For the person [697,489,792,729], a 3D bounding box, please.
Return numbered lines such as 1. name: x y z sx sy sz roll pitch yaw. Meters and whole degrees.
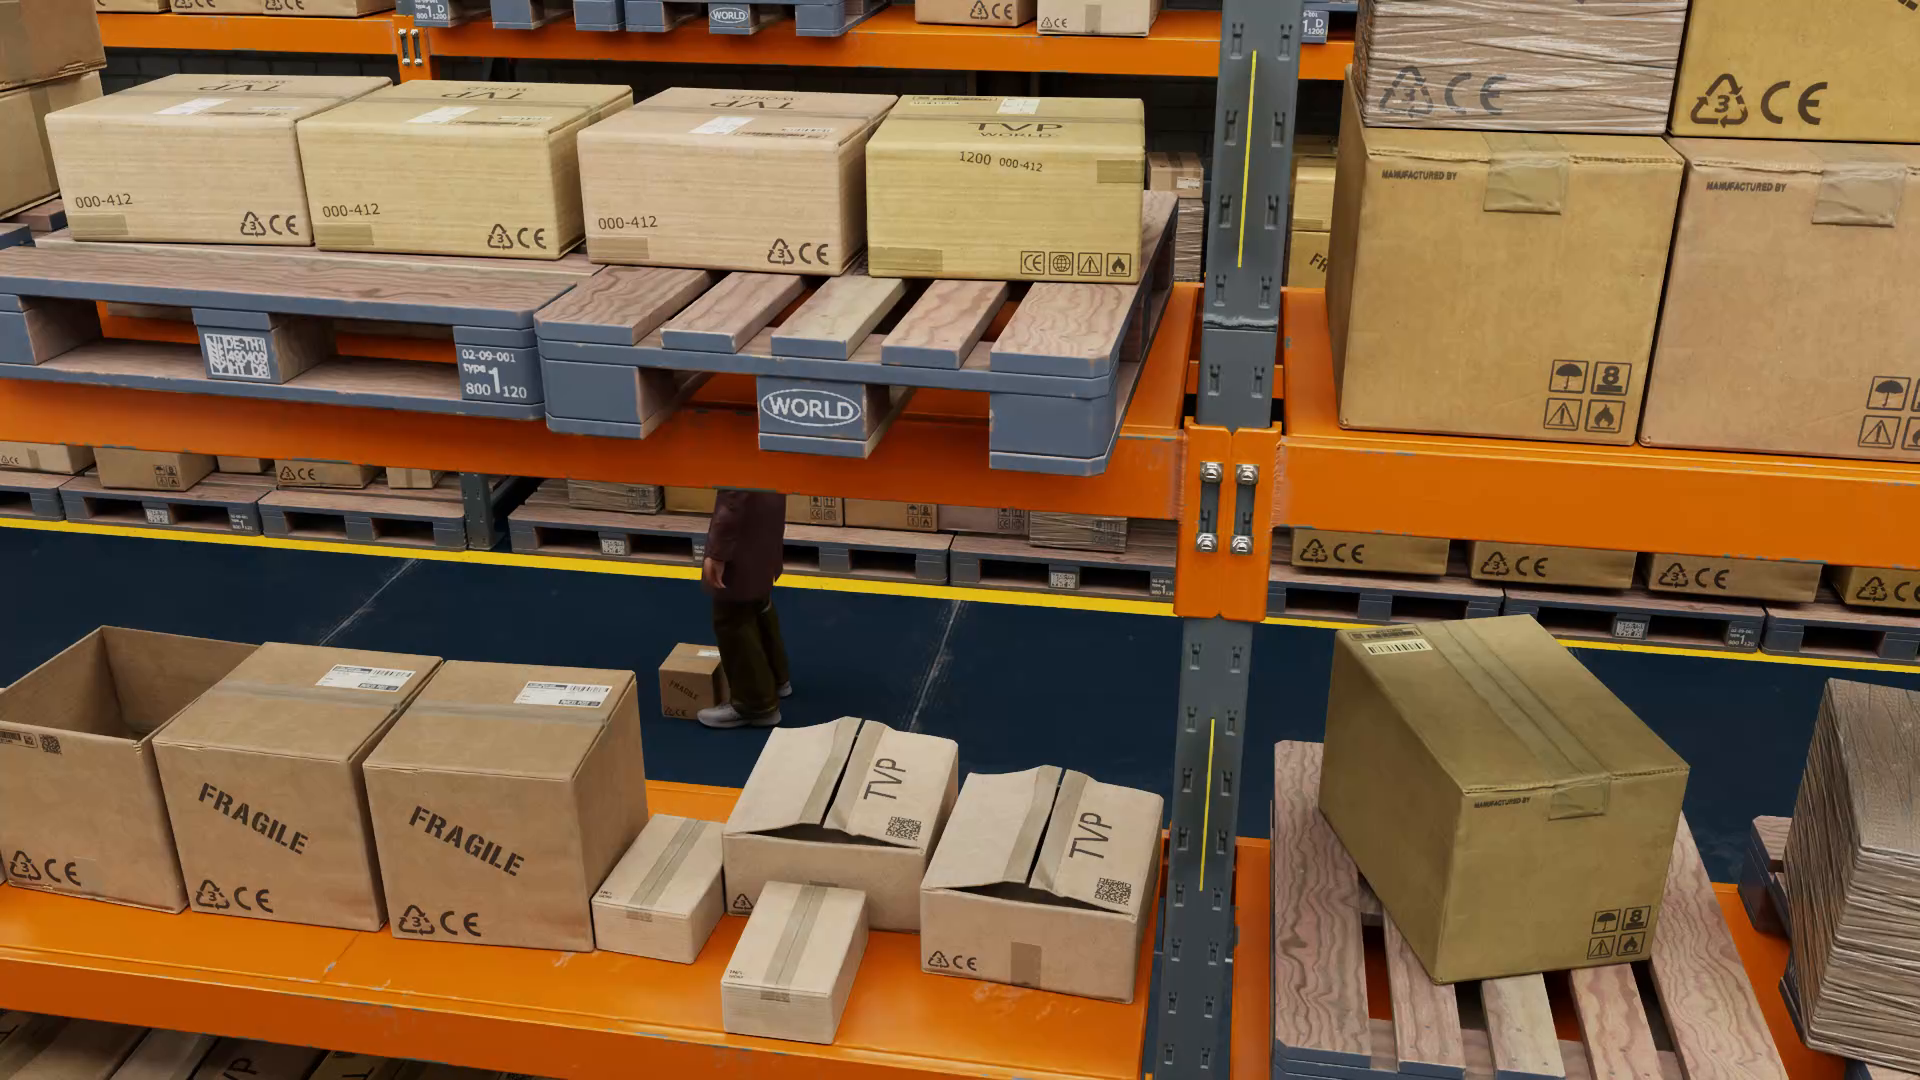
1. person: -0.953 -0.030 7.188 0.417 1.774 0.656 3 25 7
